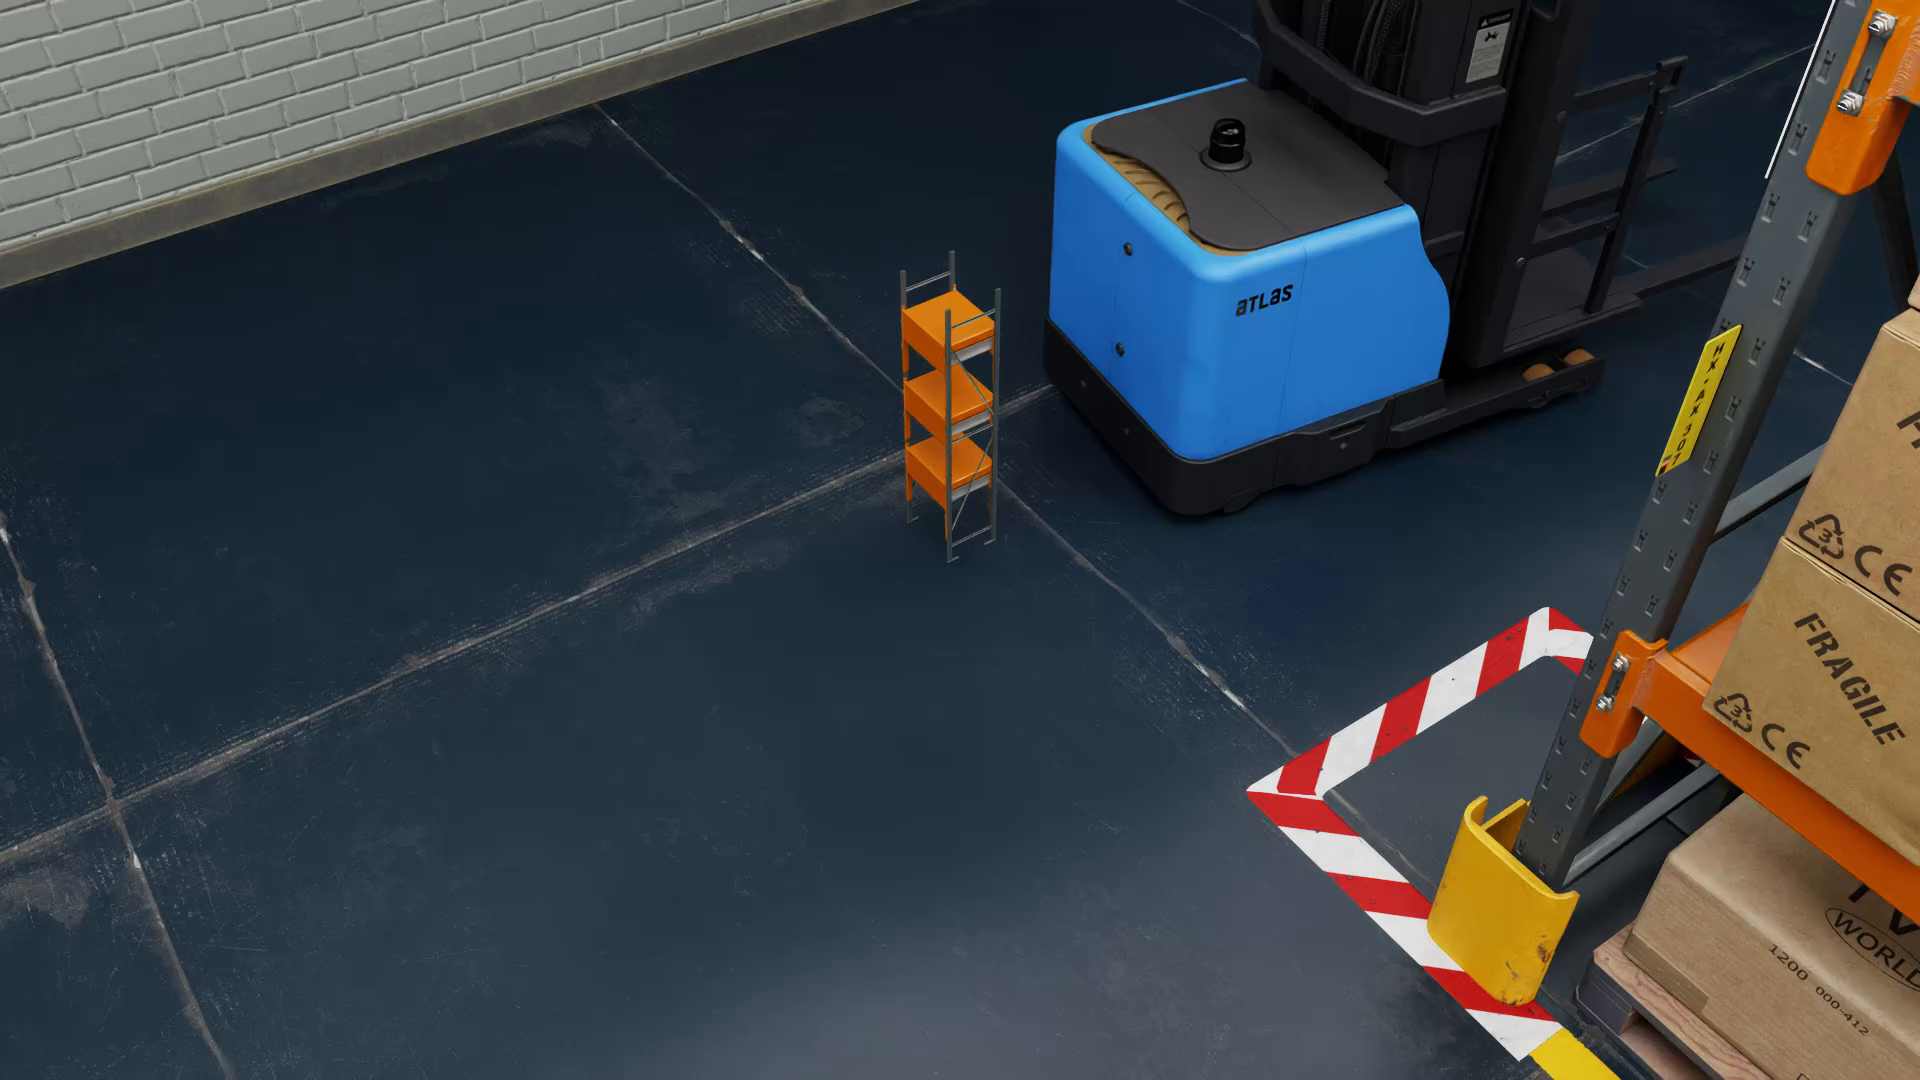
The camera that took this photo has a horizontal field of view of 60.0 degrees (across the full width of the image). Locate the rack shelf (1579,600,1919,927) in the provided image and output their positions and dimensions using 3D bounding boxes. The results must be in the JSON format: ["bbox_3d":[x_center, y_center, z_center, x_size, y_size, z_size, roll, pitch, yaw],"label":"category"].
[{"bbox_3d":[3.007,1.258,2.781,1.077,0.370,4.000,-26,49,-24],"label":"rack shelf"}]

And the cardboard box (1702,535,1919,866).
[{"bbox_3d":[1.902,0.214,3.281,0.500,0.500,0.500,-26,49,-25],"label":"cardboard box"}]

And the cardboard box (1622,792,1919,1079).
[{"bbox_3d":[2.322,0.974,4.109,0.875,0.438,0.875,-27,50,-26],"label":"cardboard box"}]

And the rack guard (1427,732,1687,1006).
[{"bbox_3d":[1.849,0.755,4.597,1.175,0.500,0.348,-26,49,-24],"label":"rack guard"}]

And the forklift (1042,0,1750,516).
[{"bbox_3d":[1.865,-1.864,5.580,3.031,2.935,1.130,-19,47,-19],"label":"forklift"}]

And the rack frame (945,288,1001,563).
[{"bbox_3d":[0.039,-0.341,5.347,0.200,1.050,0.008,-26,49,-24],"label":"rack frame"}]

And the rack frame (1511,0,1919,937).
[{"bbox_3d":[1.863,-0.135,3.719,1.000,3.000,0.127,-26,49,-24],"label":"rack frame"}]

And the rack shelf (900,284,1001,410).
[{"bbox_3d":[-0.031,-0.608,5.231,0.215,0.259,0.240,-26,49,-24],"label":"rack shelf"}]

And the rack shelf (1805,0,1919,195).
[{"bbox_3d":[3.007,0.173,1.745,1.077,0.370,4.000,-26,49,-24],"label":"rack shelf"}]

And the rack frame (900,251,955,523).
[{"bbox_3d":[-0.100,-0.479,5.492,0.200,1.050,0.008,-26,49,-24],"label":"rack frame"}]

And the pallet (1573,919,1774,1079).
[{"bbox_3d":[2.384,1.296,4.240,1.003,0.211,1.213,-26,49,-24],"label":"pallet"}]

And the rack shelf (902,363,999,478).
[{"bbox_3d":[-0.031,-0.402,5.427,0.215,0.259,0.240,-26,49,-24],"label":"rack shelf"}]

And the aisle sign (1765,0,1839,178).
[{"bbox_3d":[1.584,-1.002,2.744,0.394,0.787,0.004,-26,49,-24],"label":"aisle sign"}]

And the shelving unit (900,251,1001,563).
[{"bbox_3d":[-0.031,-0.410,5.419,0.215,1.050,0.252,-26,49,-24],"label":"shelving unit"}]

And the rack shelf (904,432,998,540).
[{"bbox_3d":[-0.031,-0.201,5.618,0.215,0.259,0.240,-26,49,-24],"label":"rack shelf"}]

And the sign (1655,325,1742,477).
[{"bbox_3d":[1.404,-0.261,3.167,0.100,0.325,0.005,-26,49,-24],"label":"sign"}]

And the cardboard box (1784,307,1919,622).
[{"bbox_3d":[1.904,-0.148,2.937,0.500,0.500,0.500,-27,50,-25],"label":"cardboard box"}]

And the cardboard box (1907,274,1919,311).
[{"bbox_3d":[1.839,-0.457,2.790,0.380,0.149,0.250,-25,49,-24],"label":"cardboard box"}]
